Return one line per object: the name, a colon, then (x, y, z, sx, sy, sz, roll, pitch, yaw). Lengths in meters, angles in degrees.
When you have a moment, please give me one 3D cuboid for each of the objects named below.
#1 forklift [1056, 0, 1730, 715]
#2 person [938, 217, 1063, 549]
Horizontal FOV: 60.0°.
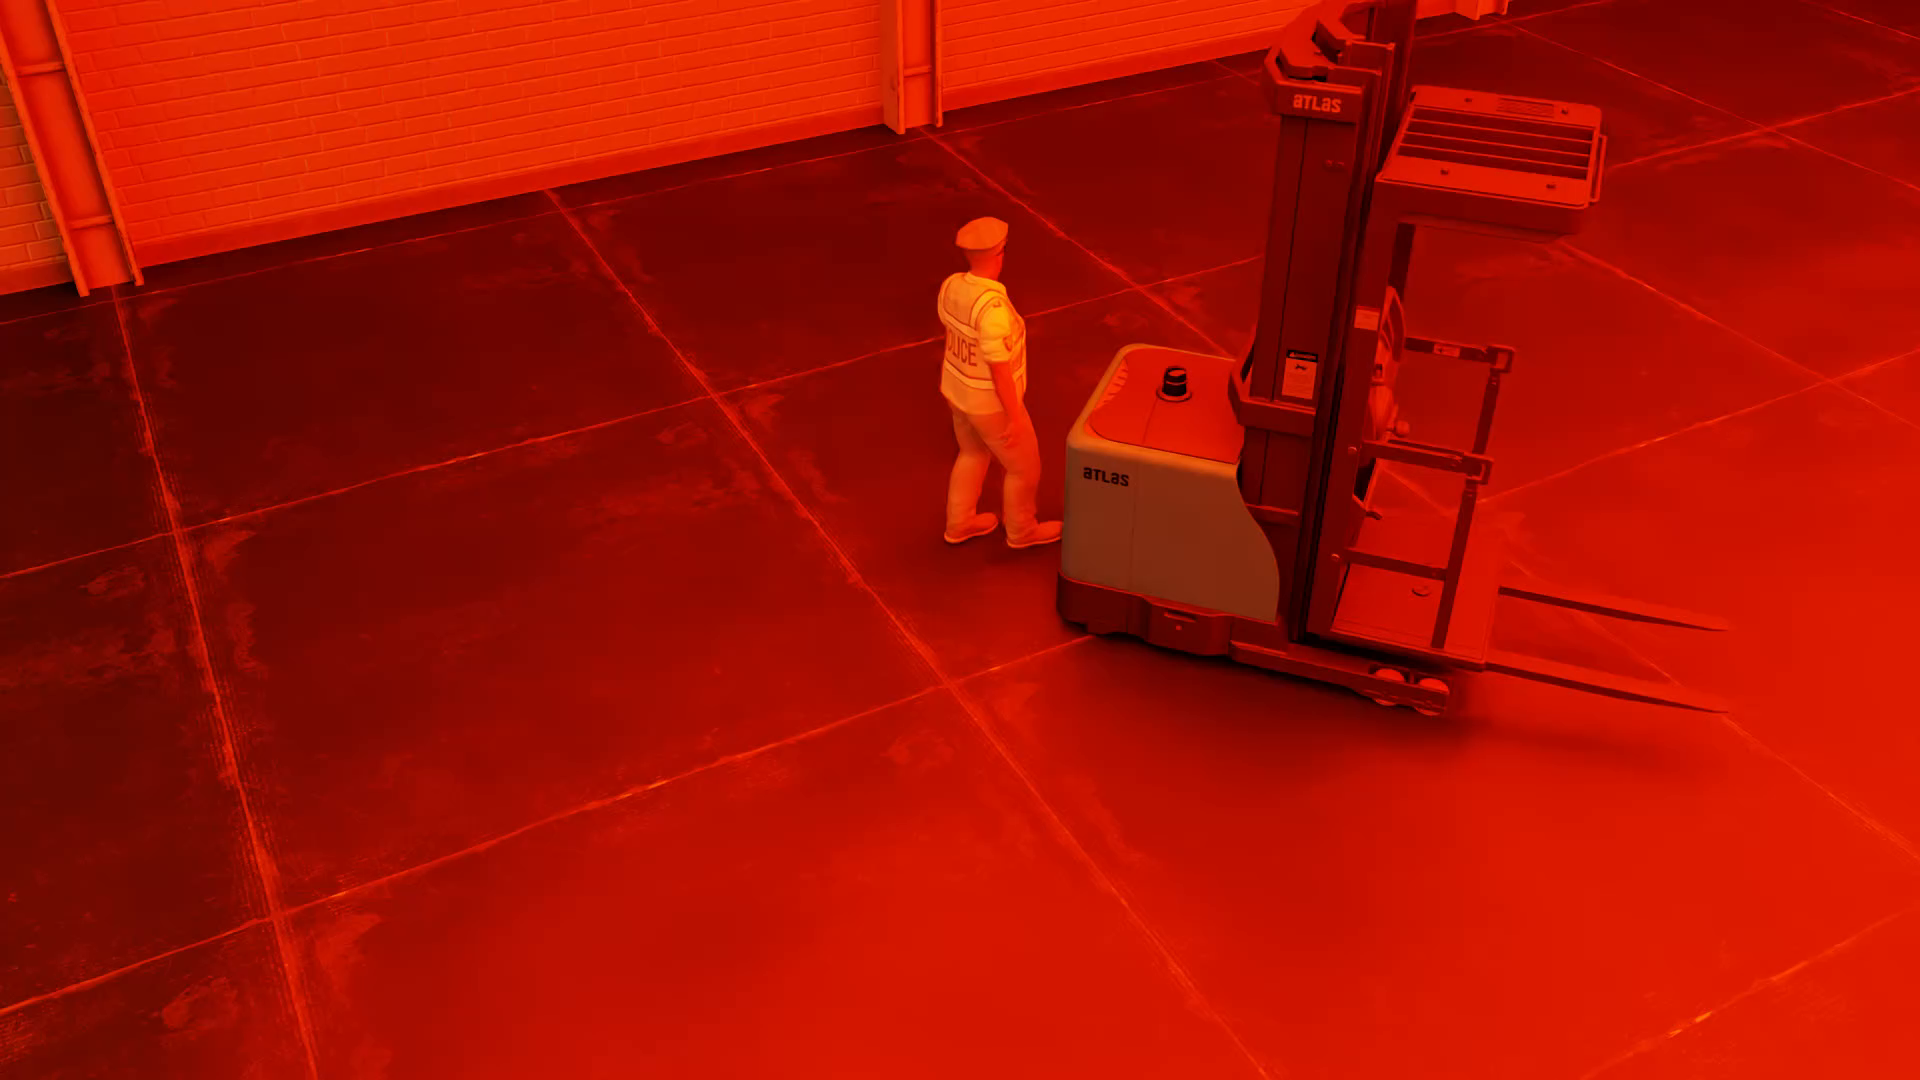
forklift: (2.039, -0.751, 7.186, 3.031, 2.935, 1.130, 12, 37, 16)
person: (0.198, -0.758, 8.225, 0.578, 1.742, 0.691, -20, 40, -26)
